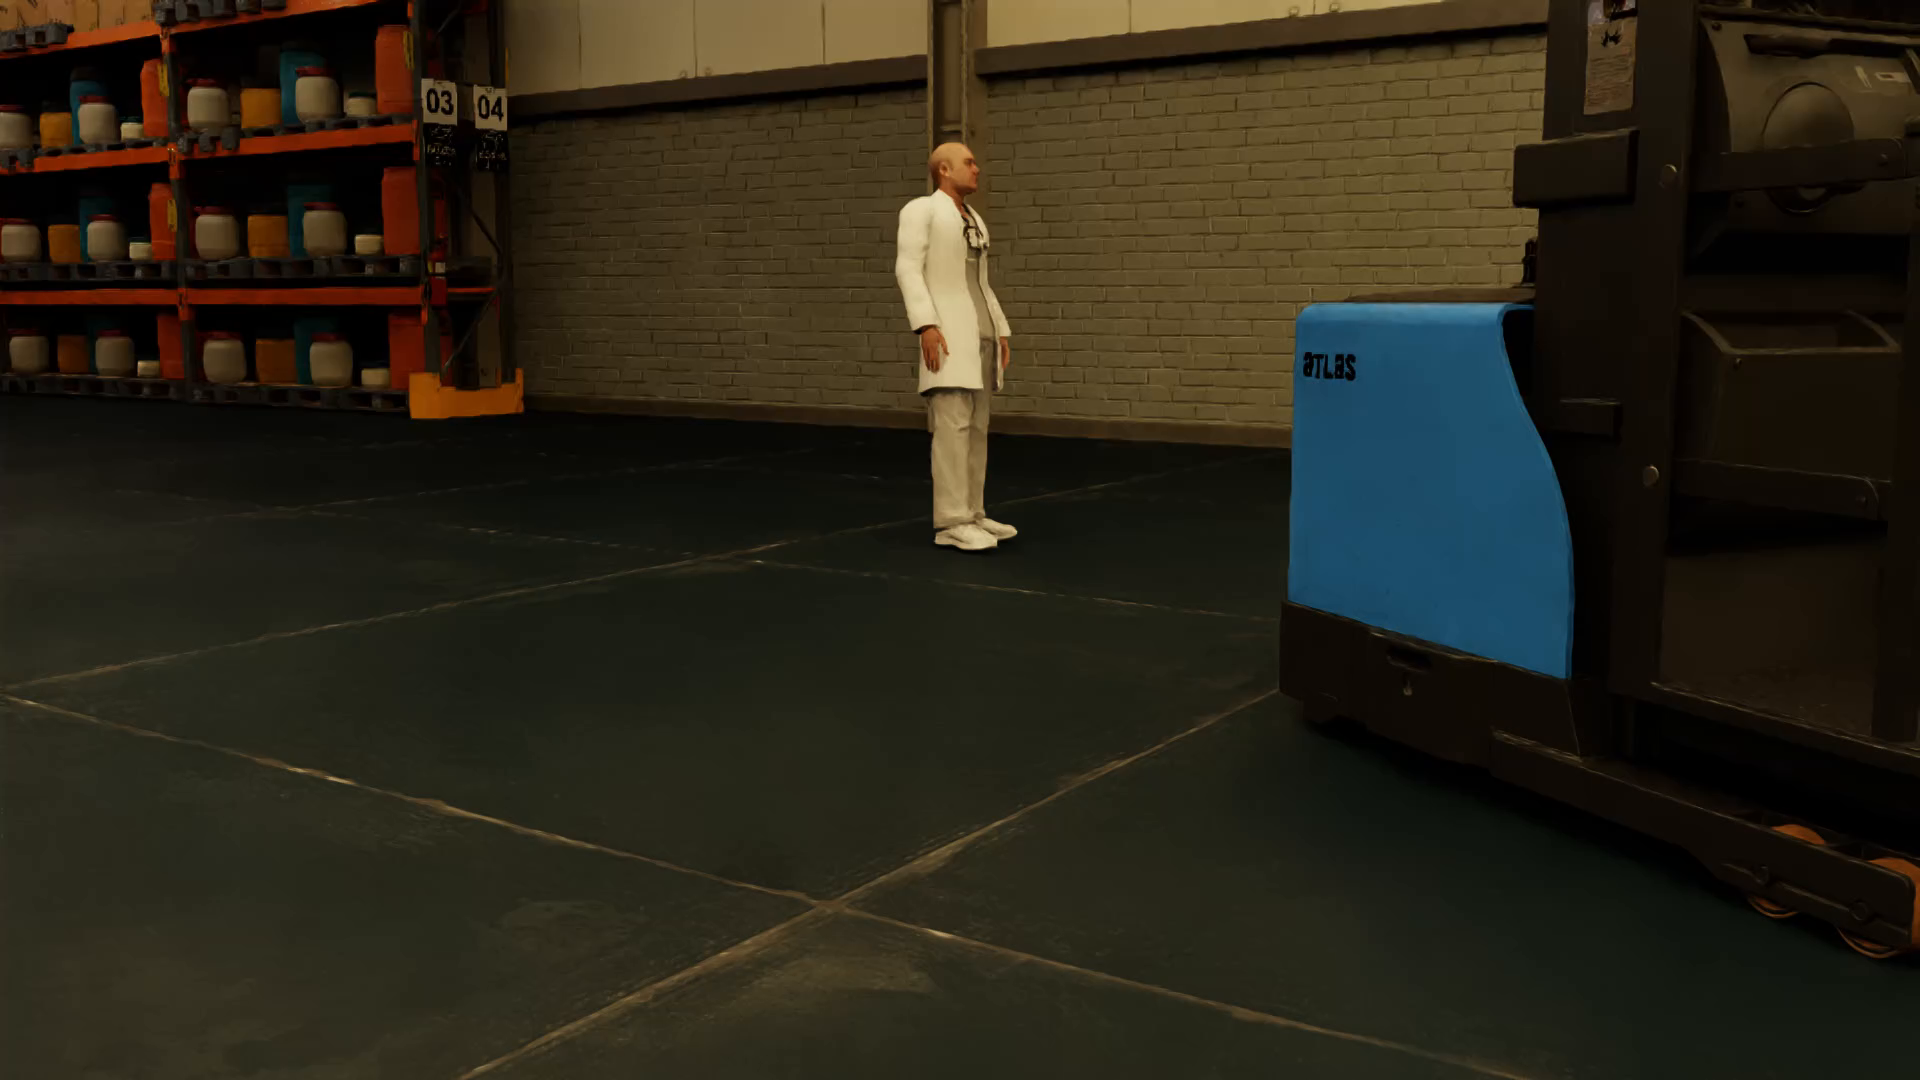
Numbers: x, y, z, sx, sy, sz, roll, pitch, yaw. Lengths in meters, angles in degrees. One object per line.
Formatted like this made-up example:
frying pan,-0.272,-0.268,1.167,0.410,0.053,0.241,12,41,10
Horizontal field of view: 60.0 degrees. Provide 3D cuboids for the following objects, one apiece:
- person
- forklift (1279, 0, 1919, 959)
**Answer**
person,0.073,-0.879,7.423,0.579,1.776,0.694,5,10,34
forklift,1.882,-0.828,3.016,1.130,2.935,3.031,-4,9,-23
